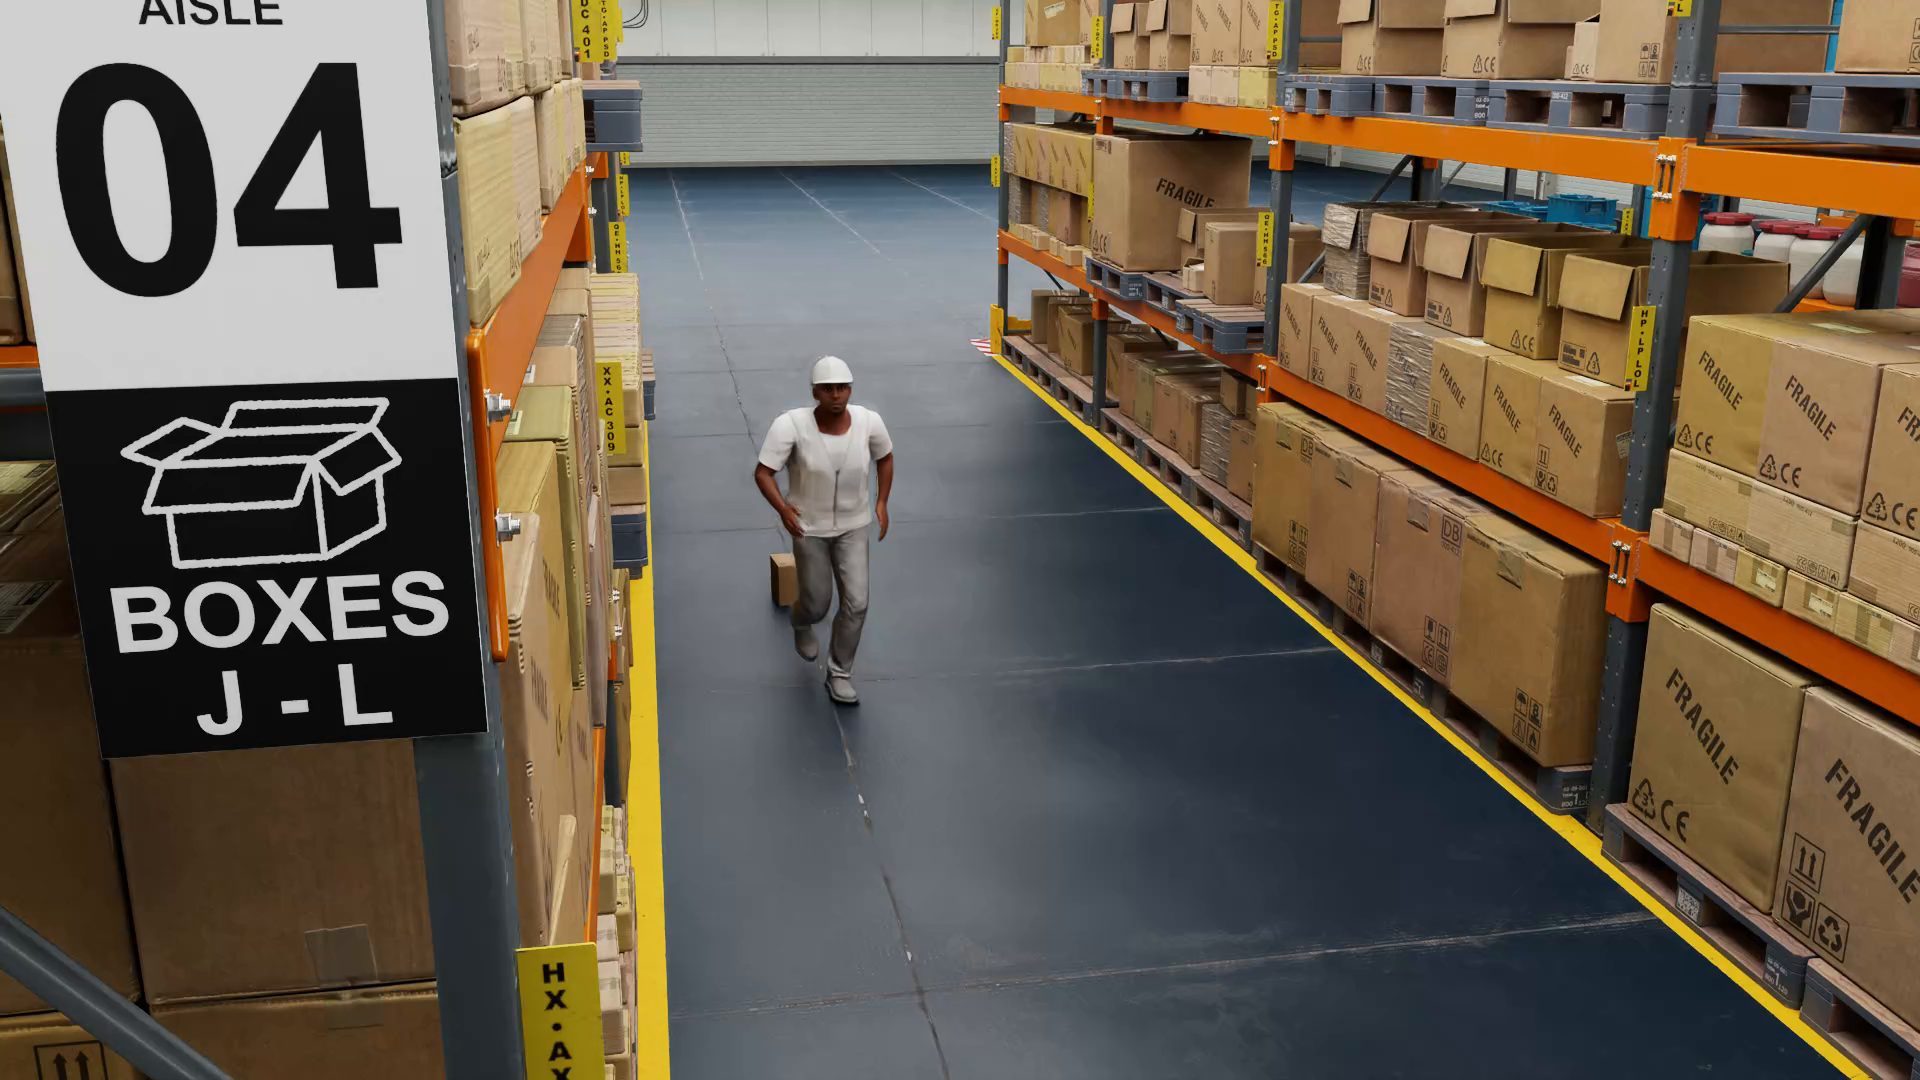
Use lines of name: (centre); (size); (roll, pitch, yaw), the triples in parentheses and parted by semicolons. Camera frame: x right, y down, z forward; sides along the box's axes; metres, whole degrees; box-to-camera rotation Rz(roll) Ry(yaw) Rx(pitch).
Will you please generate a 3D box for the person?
person: (-0.674, -0.091, 8.352); (0.729, 1.730, 0.766); (-5, 17, -18)
